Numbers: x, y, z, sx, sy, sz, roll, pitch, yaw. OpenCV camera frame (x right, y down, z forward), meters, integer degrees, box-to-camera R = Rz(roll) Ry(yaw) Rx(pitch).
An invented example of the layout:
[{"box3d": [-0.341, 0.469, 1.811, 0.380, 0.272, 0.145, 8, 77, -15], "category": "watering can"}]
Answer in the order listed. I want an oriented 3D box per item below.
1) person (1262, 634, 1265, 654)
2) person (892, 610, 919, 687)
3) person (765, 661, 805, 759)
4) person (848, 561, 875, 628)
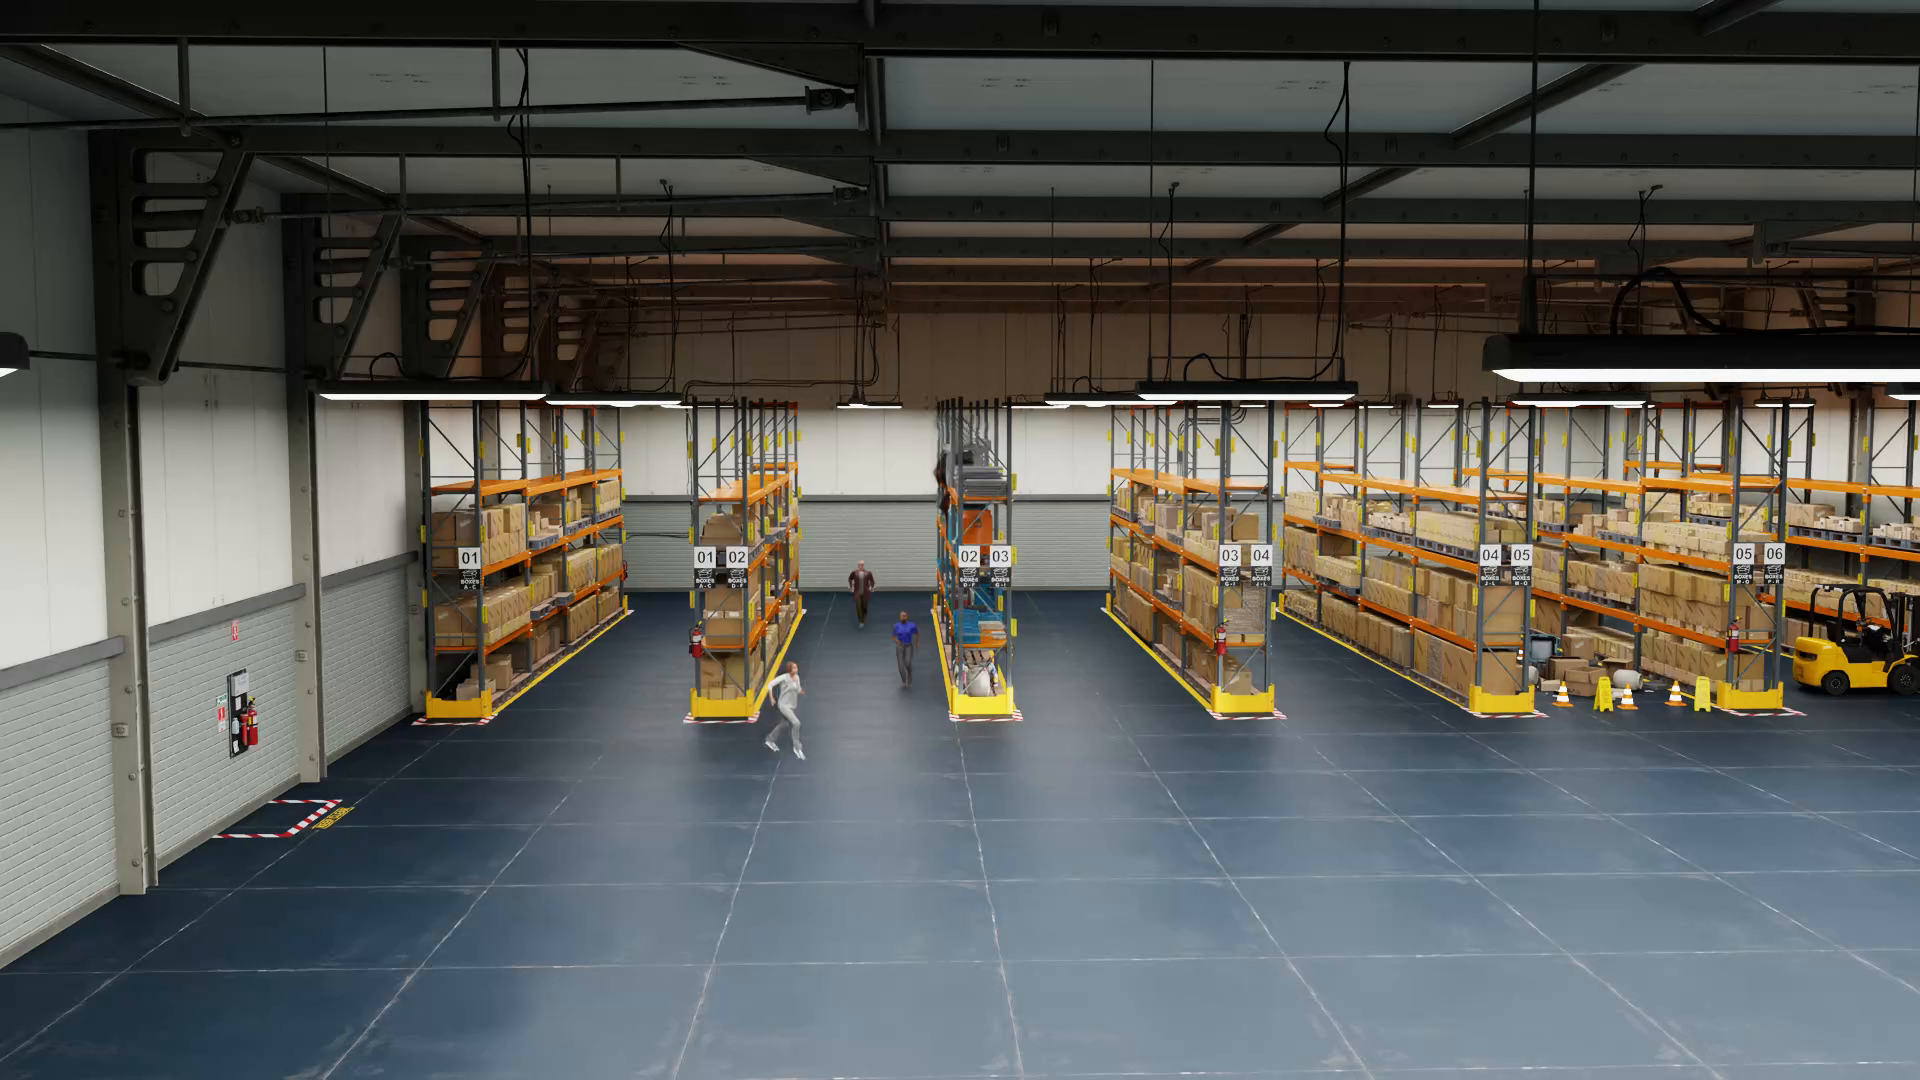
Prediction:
[{"box3d": [7.100, 1.766, 39.494, 0.677, 1.796, 0.972, -1, 5, -14], "category": "person"}, {"box3d": [-1.135, 2.311, 34.383, 0.551, 1.506, 0.663, 0, 4, 4], "category": "person"}, {"box3d": [-2.905, 2.802, 27.584, 0.804, 1.626, 0.556, 3, 5, 33], "category": "person"}, {"box3d": [-2.638, 1.431, 44.416, 0.711, 1.765, 0.880, 0, 4, -3], "category": "person"}]
